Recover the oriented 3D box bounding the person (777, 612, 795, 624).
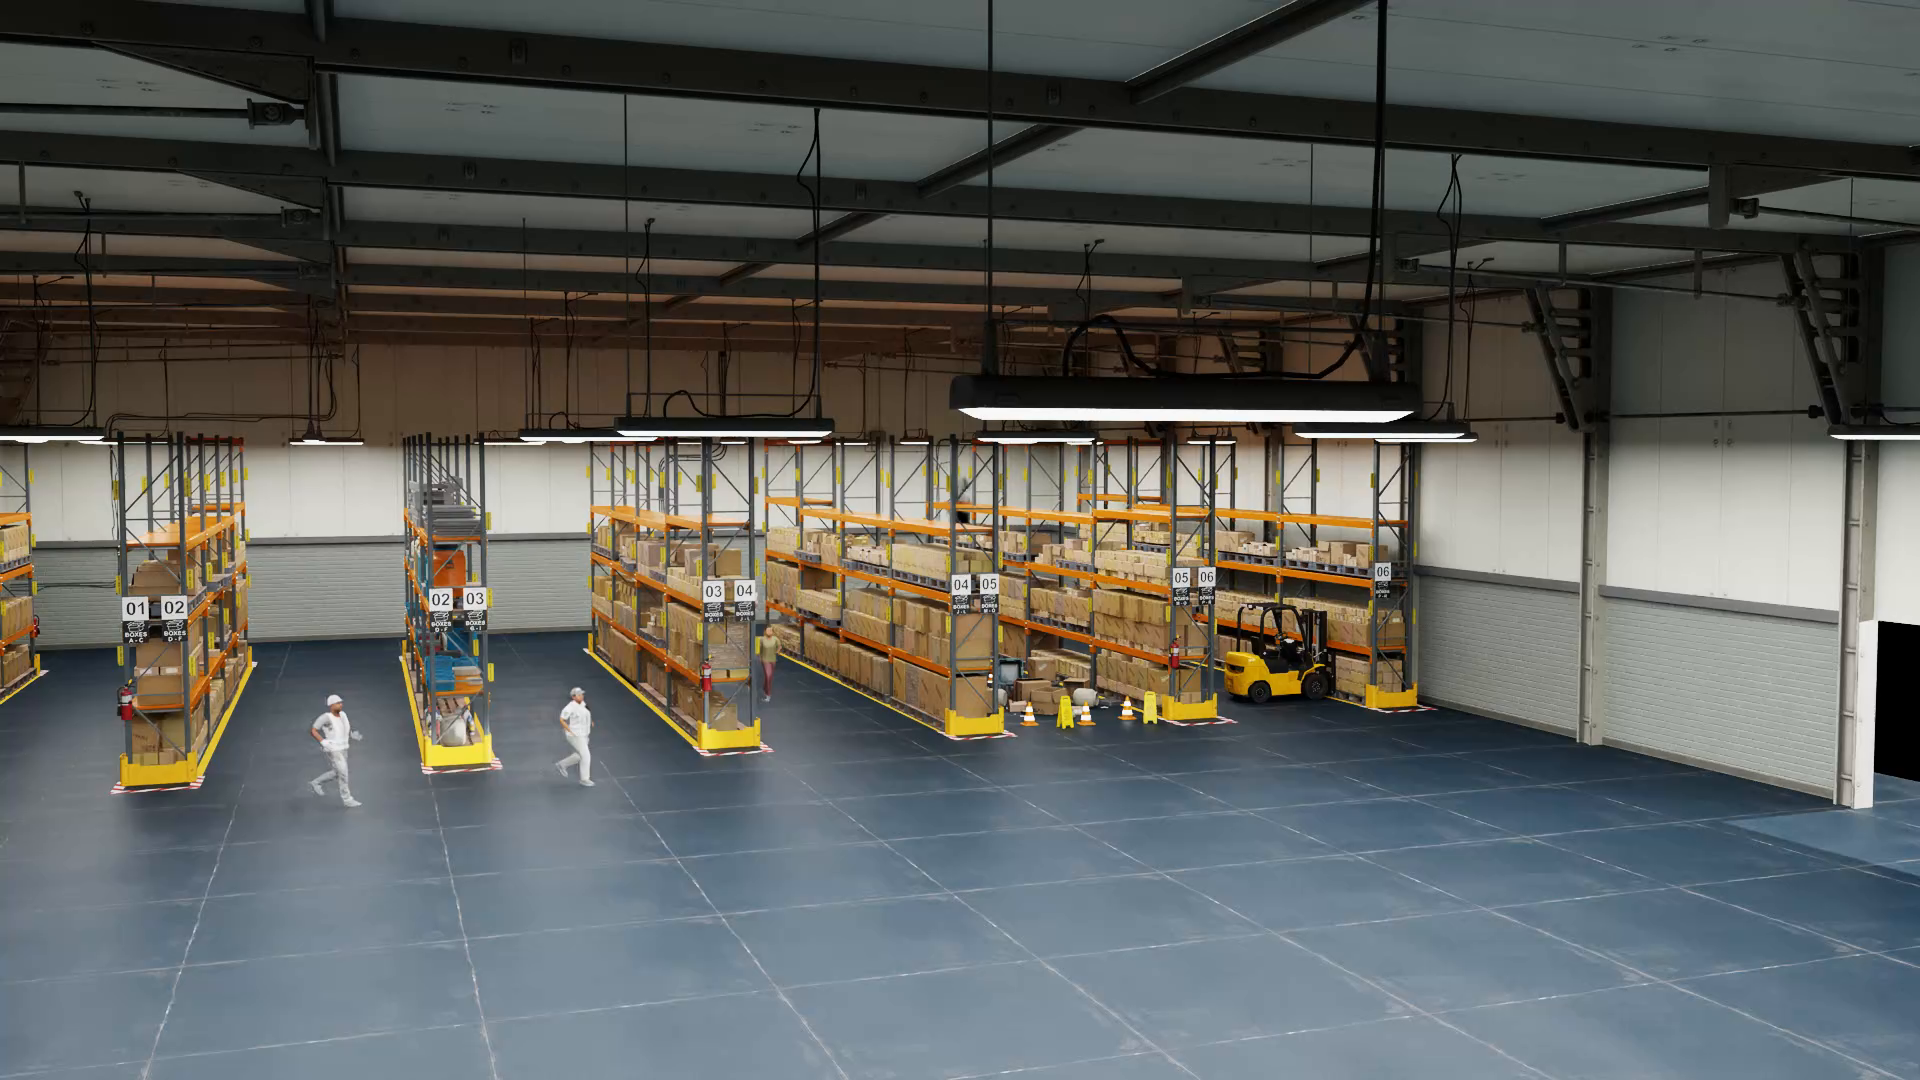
[{"bbox_3d":[-5.266,2.084,49.770,0.913,1.737,0.759,1,3,20],"label":"person"}]

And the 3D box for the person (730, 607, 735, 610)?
[{"bbox_3d":[-6.470,2.181,48.603,0.739,1.801,0.689,2,4,36],"label":"person"}]

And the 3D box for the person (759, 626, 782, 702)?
[{"bbox_3d":[-4.344,2.787,37.851,0.569,1.713,0.799,-1,3,-25],"label":"person"}]

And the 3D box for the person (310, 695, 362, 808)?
[{"bbox_3d":[-10.004,3.365,26.588,0.936,1.784,0.682,1,3,12],"label":"person"}]

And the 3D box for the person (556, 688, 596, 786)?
[{"bbox_3d":[-6.545,3.339,28.328,0.776,1.669,0.601,1,3,18],"label":"person"}]
